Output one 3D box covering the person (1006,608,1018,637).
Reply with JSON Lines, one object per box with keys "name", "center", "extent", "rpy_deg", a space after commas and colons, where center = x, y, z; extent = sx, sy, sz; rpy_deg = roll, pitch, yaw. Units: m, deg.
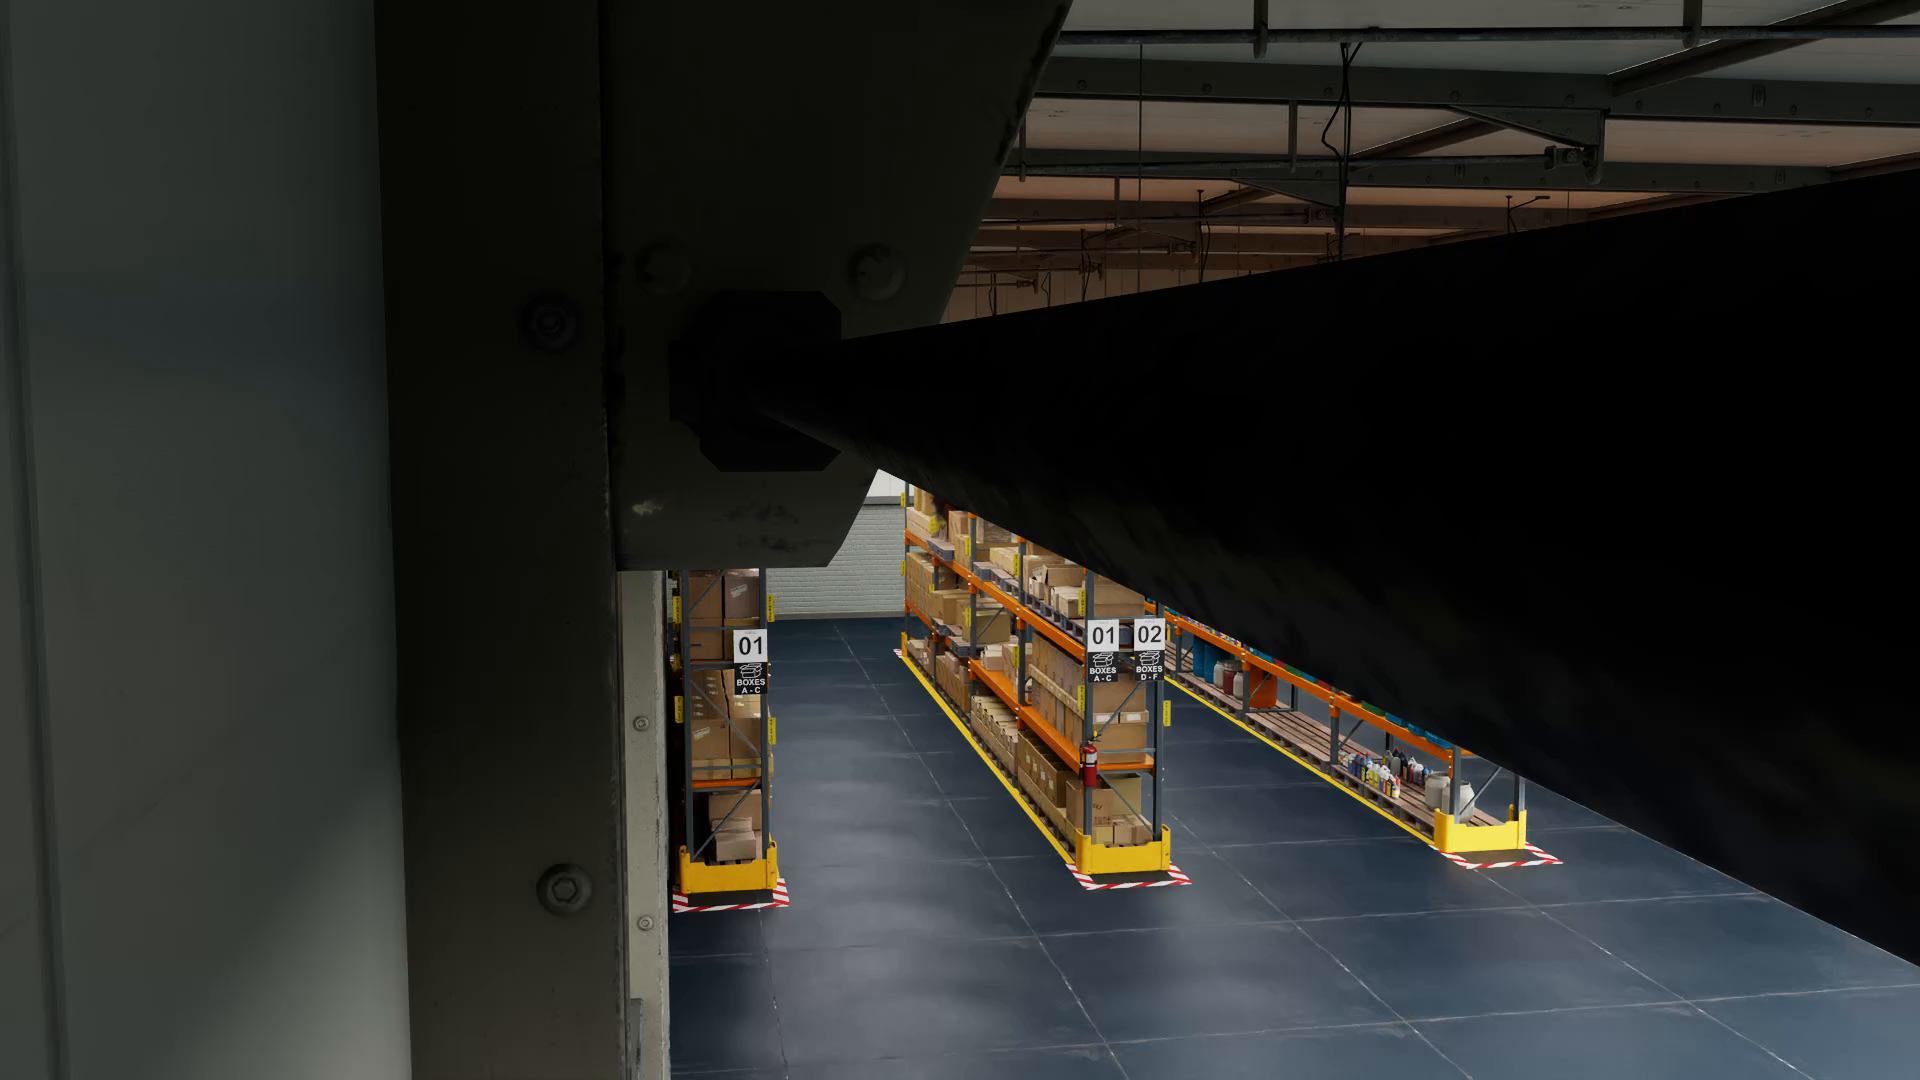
{"name": "person", "center": [1.107, 1.610, 36.793], "extent": [0.715, 1.748, 0.984], "rpy_deg": [-4, 7, -36]}
